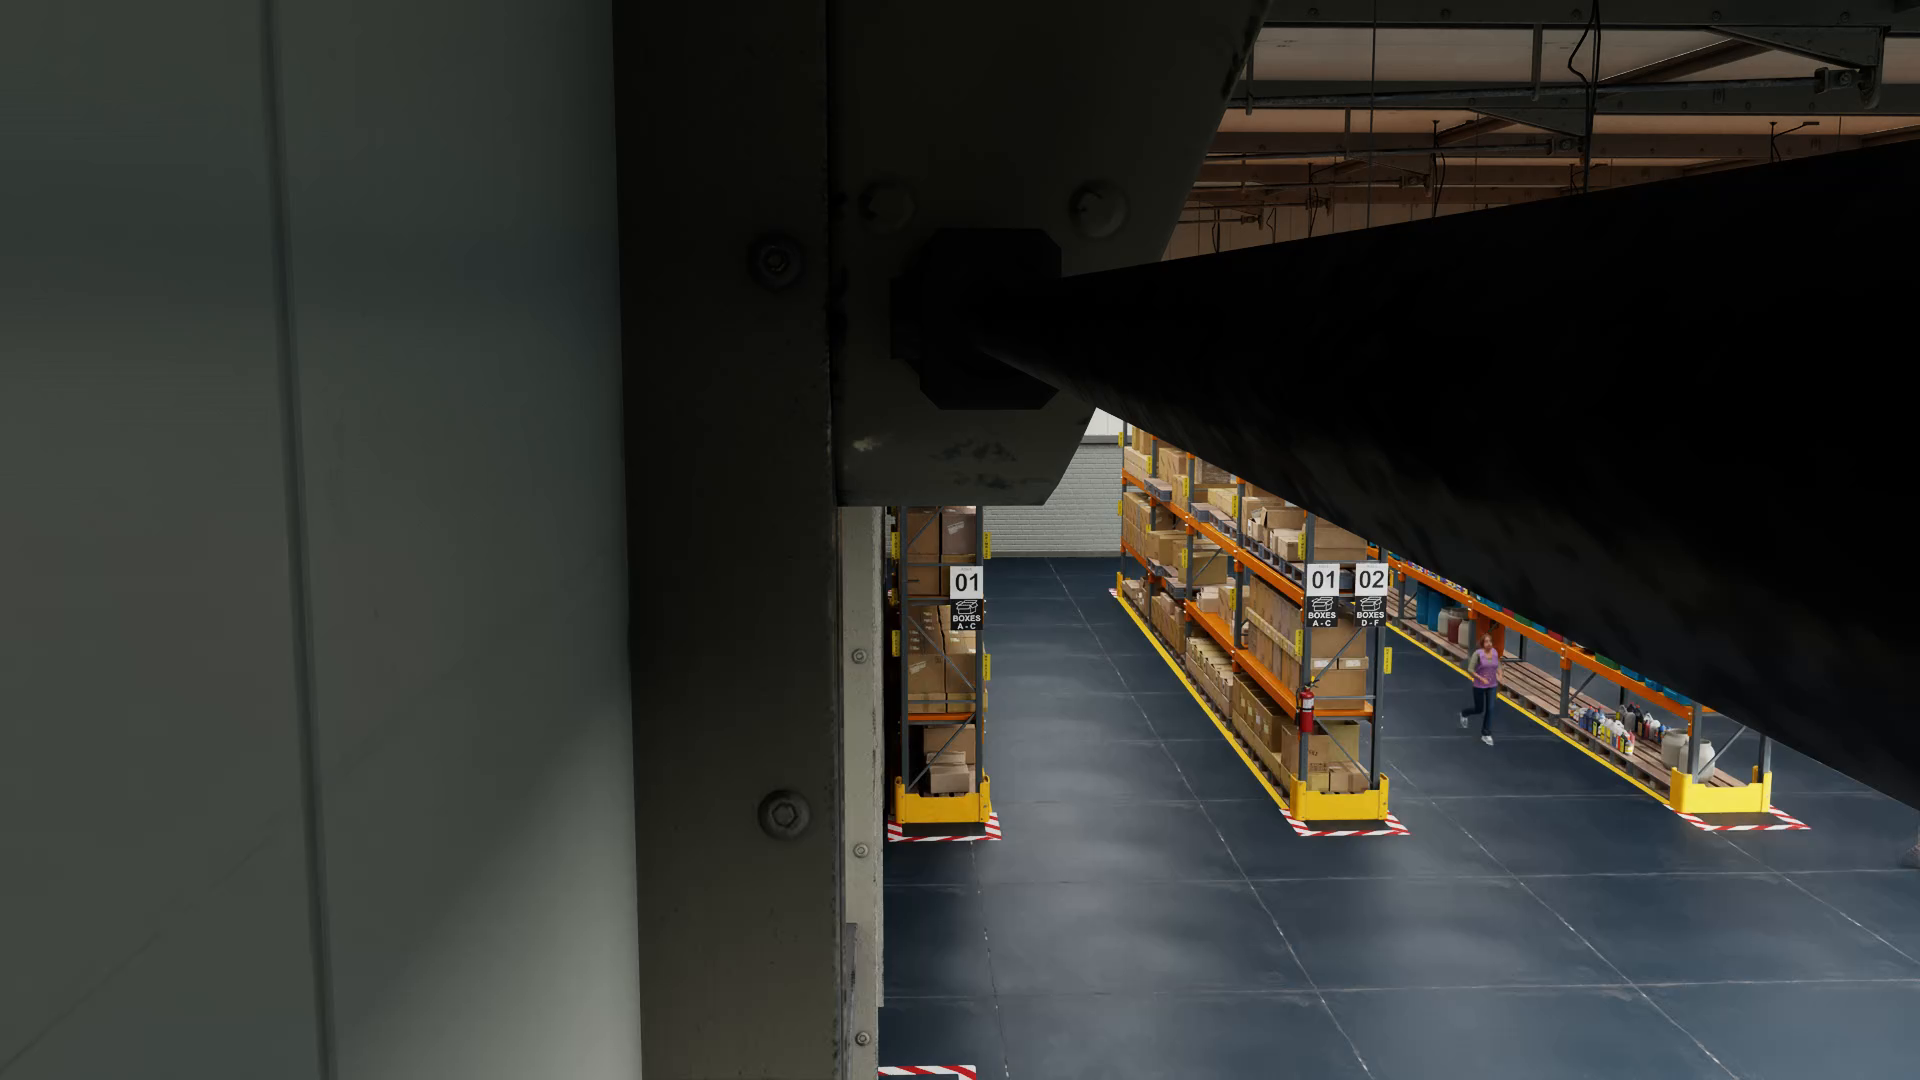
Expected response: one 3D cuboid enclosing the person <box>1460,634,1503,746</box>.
[{"bbox_3d":[7.669,2.149,24.373,0.547,1.593,0.782,-1,8,-8],"label":"person"}]
